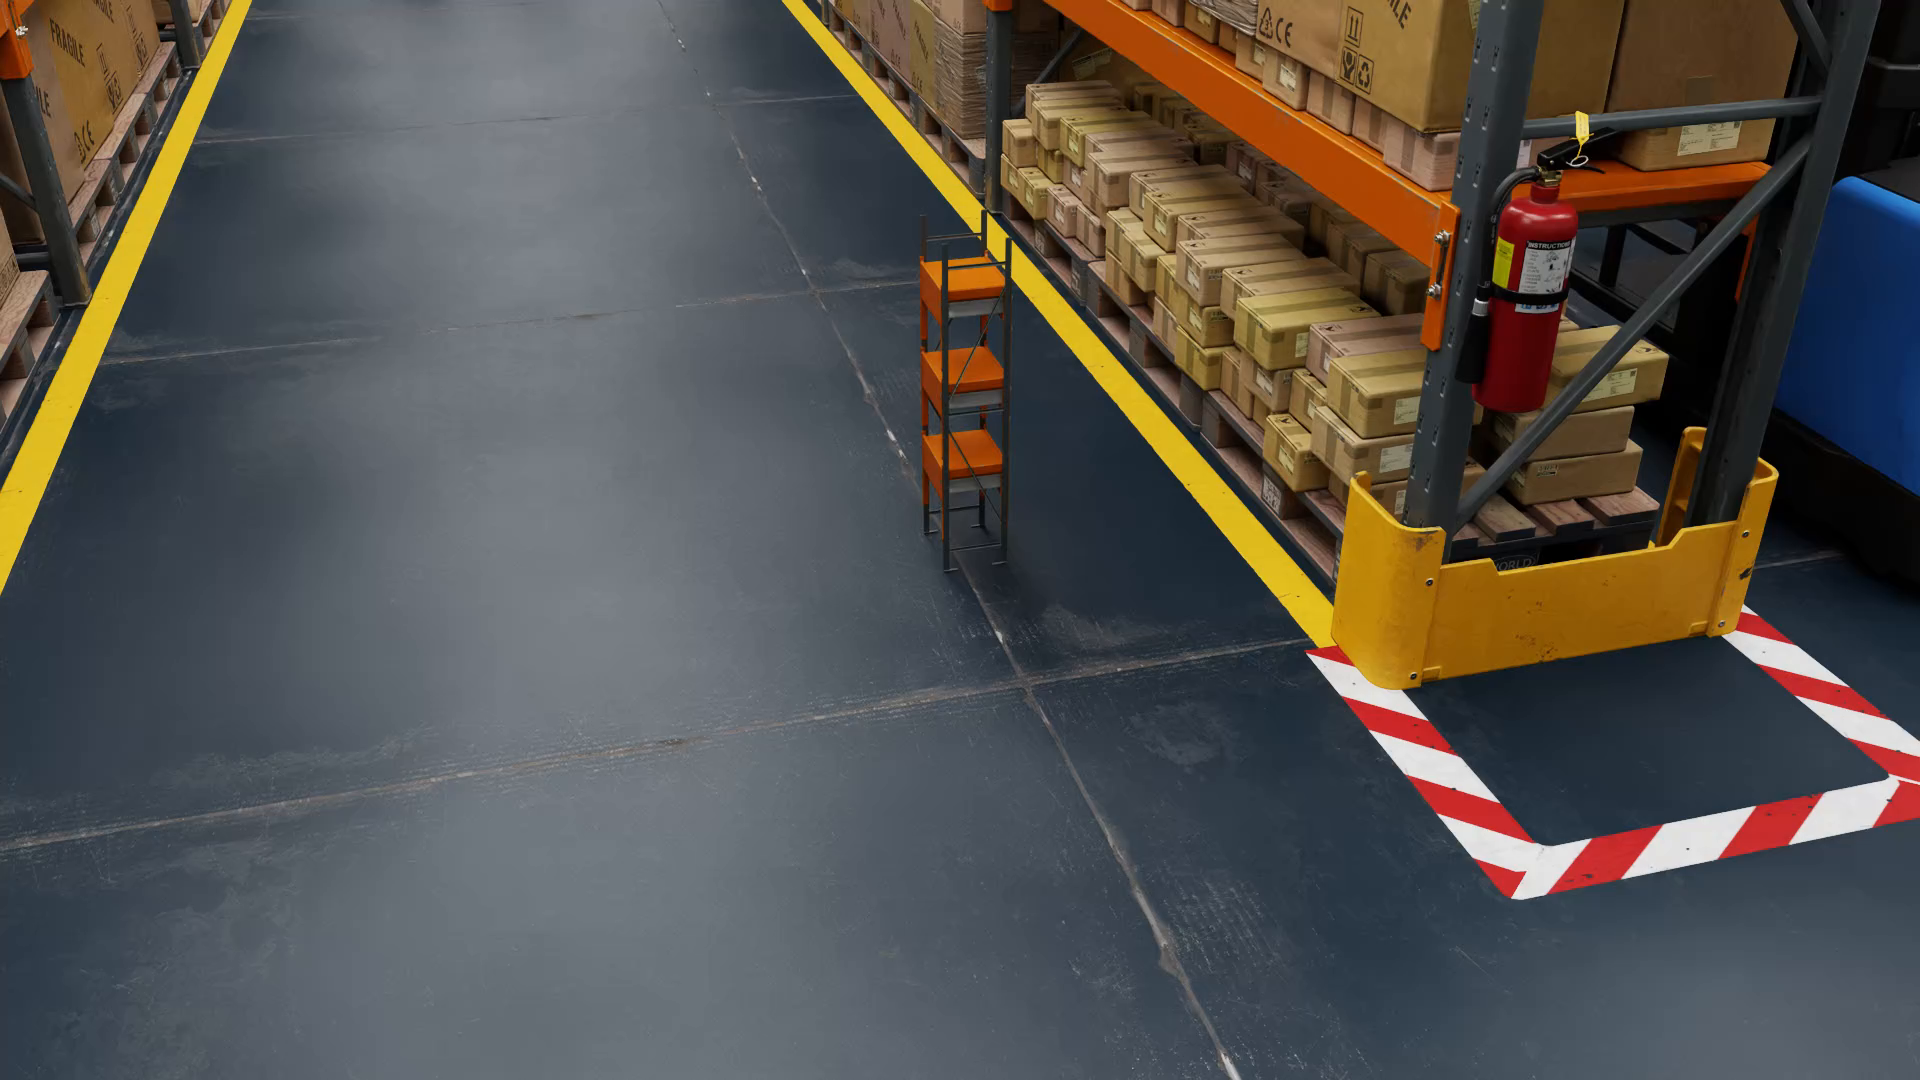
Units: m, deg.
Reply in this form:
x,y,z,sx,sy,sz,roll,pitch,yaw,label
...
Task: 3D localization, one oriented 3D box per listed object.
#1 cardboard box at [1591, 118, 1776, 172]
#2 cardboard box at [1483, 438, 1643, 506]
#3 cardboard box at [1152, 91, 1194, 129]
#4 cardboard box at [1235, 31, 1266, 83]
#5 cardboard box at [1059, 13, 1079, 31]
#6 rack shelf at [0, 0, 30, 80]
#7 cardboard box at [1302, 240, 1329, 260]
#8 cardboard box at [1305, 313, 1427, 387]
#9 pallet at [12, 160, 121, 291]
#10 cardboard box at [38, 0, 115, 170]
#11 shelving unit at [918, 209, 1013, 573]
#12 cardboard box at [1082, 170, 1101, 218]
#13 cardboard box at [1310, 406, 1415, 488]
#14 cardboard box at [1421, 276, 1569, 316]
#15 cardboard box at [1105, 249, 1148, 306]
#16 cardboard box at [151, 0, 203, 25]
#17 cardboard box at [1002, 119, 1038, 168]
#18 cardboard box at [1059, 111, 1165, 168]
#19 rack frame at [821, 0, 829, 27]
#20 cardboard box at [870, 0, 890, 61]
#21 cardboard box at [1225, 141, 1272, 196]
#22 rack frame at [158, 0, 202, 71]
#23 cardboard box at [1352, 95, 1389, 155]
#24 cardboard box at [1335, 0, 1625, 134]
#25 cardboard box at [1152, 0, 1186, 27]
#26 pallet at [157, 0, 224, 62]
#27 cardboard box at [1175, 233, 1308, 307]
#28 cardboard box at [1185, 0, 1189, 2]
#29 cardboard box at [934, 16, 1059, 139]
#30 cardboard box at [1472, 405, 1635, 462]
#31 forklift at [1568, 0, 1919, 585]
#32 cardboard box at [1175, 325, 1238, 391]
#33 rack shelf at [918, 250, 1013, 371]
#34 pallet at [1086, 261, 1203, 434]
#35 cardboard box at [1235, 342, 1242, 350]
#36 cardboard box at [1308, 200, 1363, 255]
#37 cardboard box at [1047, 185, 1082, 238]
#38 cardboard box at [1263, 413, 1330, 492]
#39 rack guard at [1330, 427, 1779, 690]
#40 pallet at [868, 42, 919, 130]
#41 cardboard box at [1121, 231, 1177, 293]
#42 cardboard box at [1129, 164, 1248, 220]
x,y,z,sx,sy,sz,roll,pitch,yaw,label
1.909,-1.096,4.399,0.380,0.149,0.250,-8,31,-14,cardboard box
1.849,-0.248,5.111,0.380,0.149,0.250,-7,31,-12,cardboard box
1.069,-1.886,7.347,0.380,0.149,0.250,-7,31,-13,cardboard box
1.077,-1.511,5.117,0.380,0.149,0.250,-9,31,-15,cardboard box
0.676,-2.753,8.339,0.500,0.250,0.500,-9,31,-15,cardboard box
-3.597,-0.952,4.619,1.077,0.370,4.000,-8,31,-13,rack shelf
1.382,-0.994,6.102,0.380,0.149,0.250,-6,31,-11,cardboard box
1.283,-0.561,5.057,0.380,0.149,0.250,-7,31,-12,cardboard box
-4.406,-1.385,7.432,1.003,0.211,1.213,-8,31,-13,pallet
-4.617,-2.216,7.785,0.875,0.875,0.875,-7,31,-12,cardboard box
0.014,-0.429,4.942,0.215,1.050,0.252,-8,31,-13,shelving unit
0.727,-1.441,6.876,0.380,0.149,0.250,-9,31,-16,cardboard box
1.264,-0.298,4.900,0.380,0.149,0.250,-9,31,-15,cardboard box
1.735,-0.764,5.408,0.380,0.149,0.250,-8,31,-13,cardboard box
0.788,-1.044,6.487,0.380,0.149,0.250,-9,31,-15,cardboard box
-5.330,-3.480,10.472,0.950,0.372,0.625,-10,32,-17,cardboard box
0.405,-1.795,7.487,0.380,0.149,0.250,-6,31,-11,cardboard box
0.640,-1.691,7.010,0.380,0.149,0.250,-8,31,-14,cardboard box
-0.444,-4.868,10.666,1.000,3.000,0.127,-8,31,-13,rack frame
-0.225,-3.103,9.693,0.500,0.500,0.500,-9,31,-15,cardboard box
1.296,-1.513,6.702,0.380,0.149,0.250,-9,31,-16,cardboard box
-5.190,-4.161,9.445,1.000,3.000,0.127,-8,31,-13,rack frame
1.290,-1.141,4.477,0.380,0.149,0.250,-8,31,-13,cardboard box
1.312,-1.359,4.207,0.500,0.500,0.500,-7,31,-12,cardboard box
0.889,-1.894,5.779,0.380,0.149,0.250,-7,31,-11,cardboard box
-5.396,-3.332,10.796,1.003,0.211,1.213,-8,31,-13,pallet
0.959,-0.925,5.686,0.380,0.149,0.250,-7,31,-11,cardboard box
0.914,-2.094,5.478,0.500,0.500,0.500,-6,31,-11,cardboard box
0.178,-2.360,8.409,0.500,0.500,0.500,-8,31,-14,cardboard box
1.788,-0.368,5.022,0.380,0.149,0.250,-7,31,-11,cardboard box
2.946,-1.841,5.505,1.130,2.935,3.031,-7,31,-13,forklift
0.979,-0.661,5.824,0.380,0.149,0.250,-9,31,-15,cardboard box
0.014,-0.665,4.806,0.215,0.259,0.240,-8,31,-13,rack shelf
1.157,-0.819,6.455,1.003,0.211,1.213,-8,31,-13,pallet
1.152,-0.692,5.581,0.380,0.149,0.250,-8,31,-14,cardboard box
1.499,-1.141,6.060,0.380,0.149,0.250,-7,31,-13,cardboard box
0.591,-1.424,7.142,0.380,0.149,0.250,-8,31,-14,cardboard box
1.172,-0.290,5.183,0.380,0.149,0.250,-7,31,-12,cardboard box
1.659,0.041,4.681,1.175,0.500,0.348,-8,31,-13,rack guard
0.082,-2.696,9.696,1.003,0.211,1.213,-8,31,-13,pallet
0.824,-1.053,6.204,0.380,0.149,0.250,-8,31,-13,cardboard box
0.872,-1.314,6.358,0.380,0.149,0.250,-9,31,-15,cardboard box
